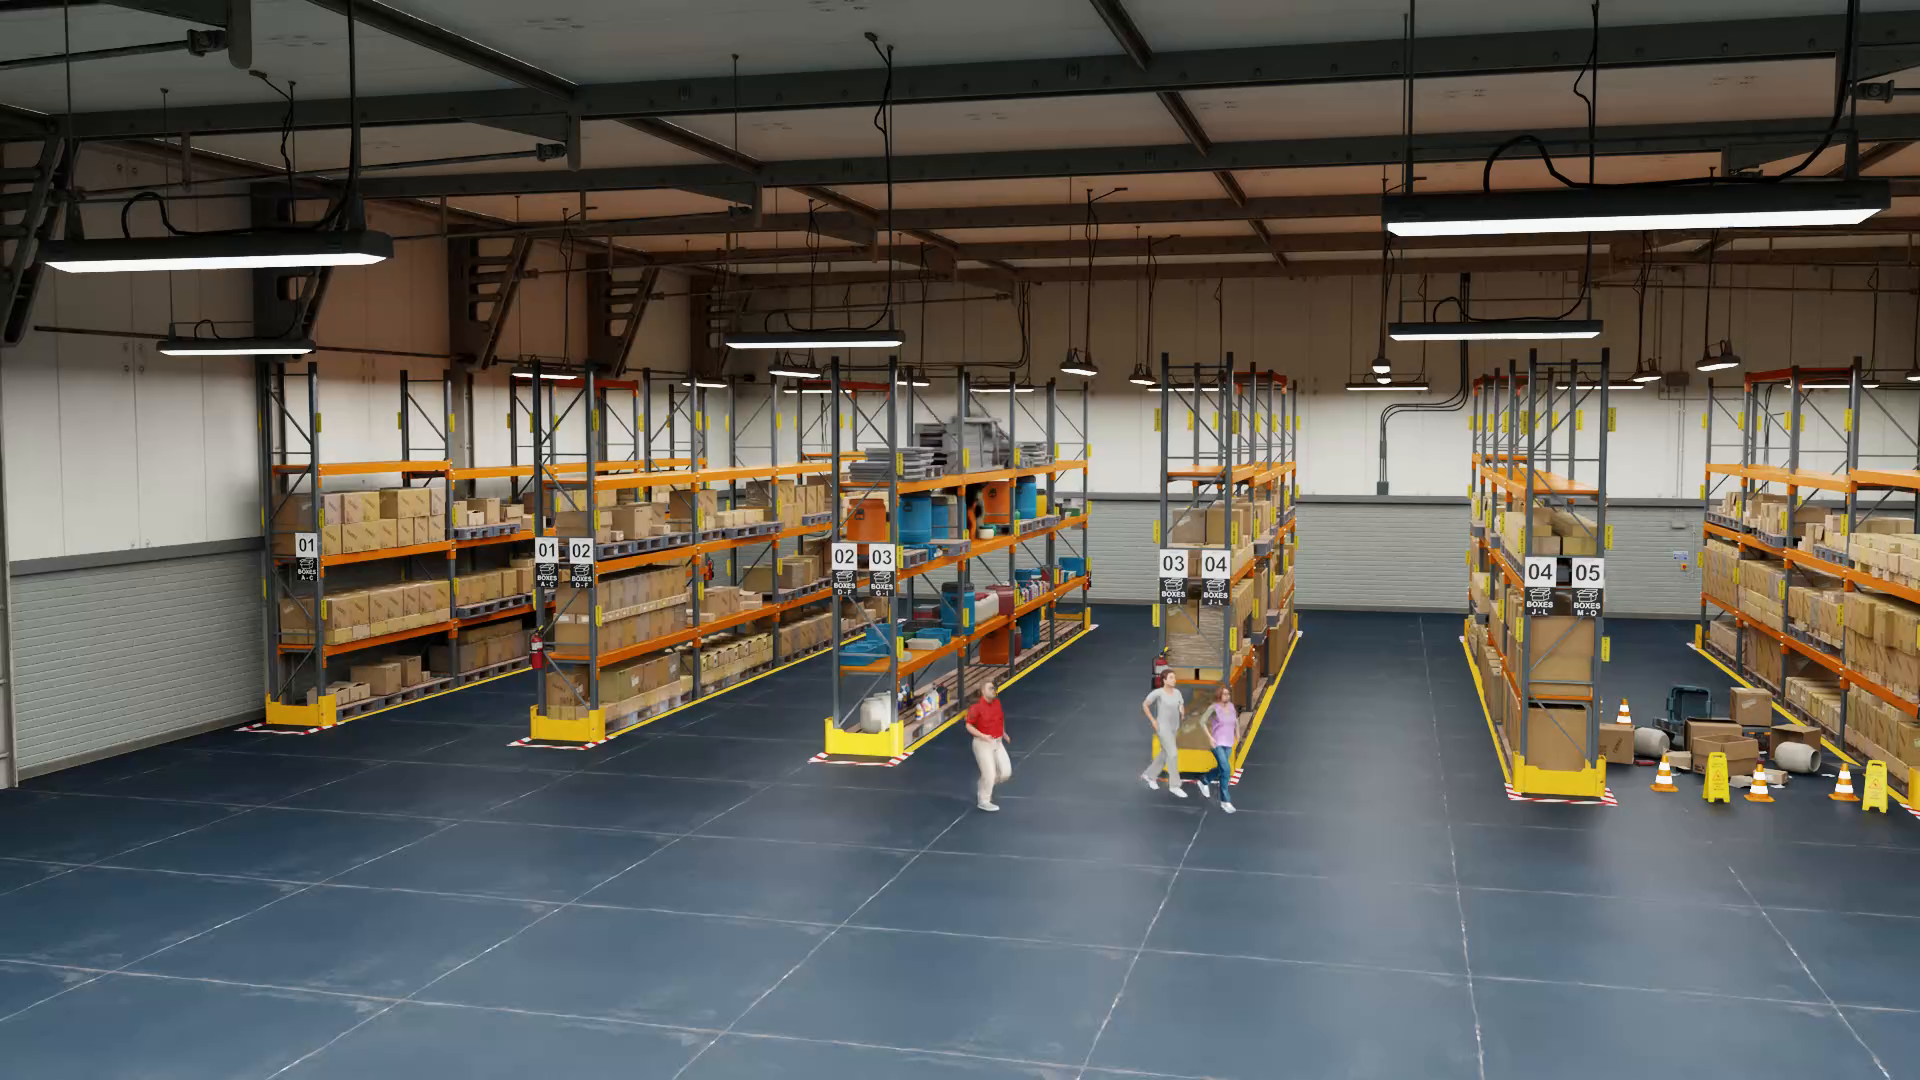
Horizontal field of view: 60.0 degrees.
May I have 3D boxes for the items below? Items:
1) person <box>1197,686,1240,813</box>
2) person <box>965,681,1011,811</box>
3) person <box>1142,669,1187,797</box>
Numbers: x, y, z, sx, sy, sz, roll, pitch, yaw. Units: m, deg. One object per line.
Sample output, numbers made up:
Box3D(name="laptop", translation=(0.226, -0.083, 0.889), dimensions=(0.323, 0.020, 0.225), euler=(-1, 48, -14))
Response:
Box3D(name="person", translation=(3.362, 2.682, 21.645), dimensions=(0.534, 1.619, 0.763), euler=(-3, 5, -32))
Box3D(name="person", translation=(0.383, 2.651, 21.445), dimensions=(0.640, 1.679, 0.574), euler=(-4, 5, -41))
Box3D(name="person", translation=(2.799, 2.569, 22.387), dimensions=(0.564, 1.660, 0.862), euler=(-3, 5, -38))
